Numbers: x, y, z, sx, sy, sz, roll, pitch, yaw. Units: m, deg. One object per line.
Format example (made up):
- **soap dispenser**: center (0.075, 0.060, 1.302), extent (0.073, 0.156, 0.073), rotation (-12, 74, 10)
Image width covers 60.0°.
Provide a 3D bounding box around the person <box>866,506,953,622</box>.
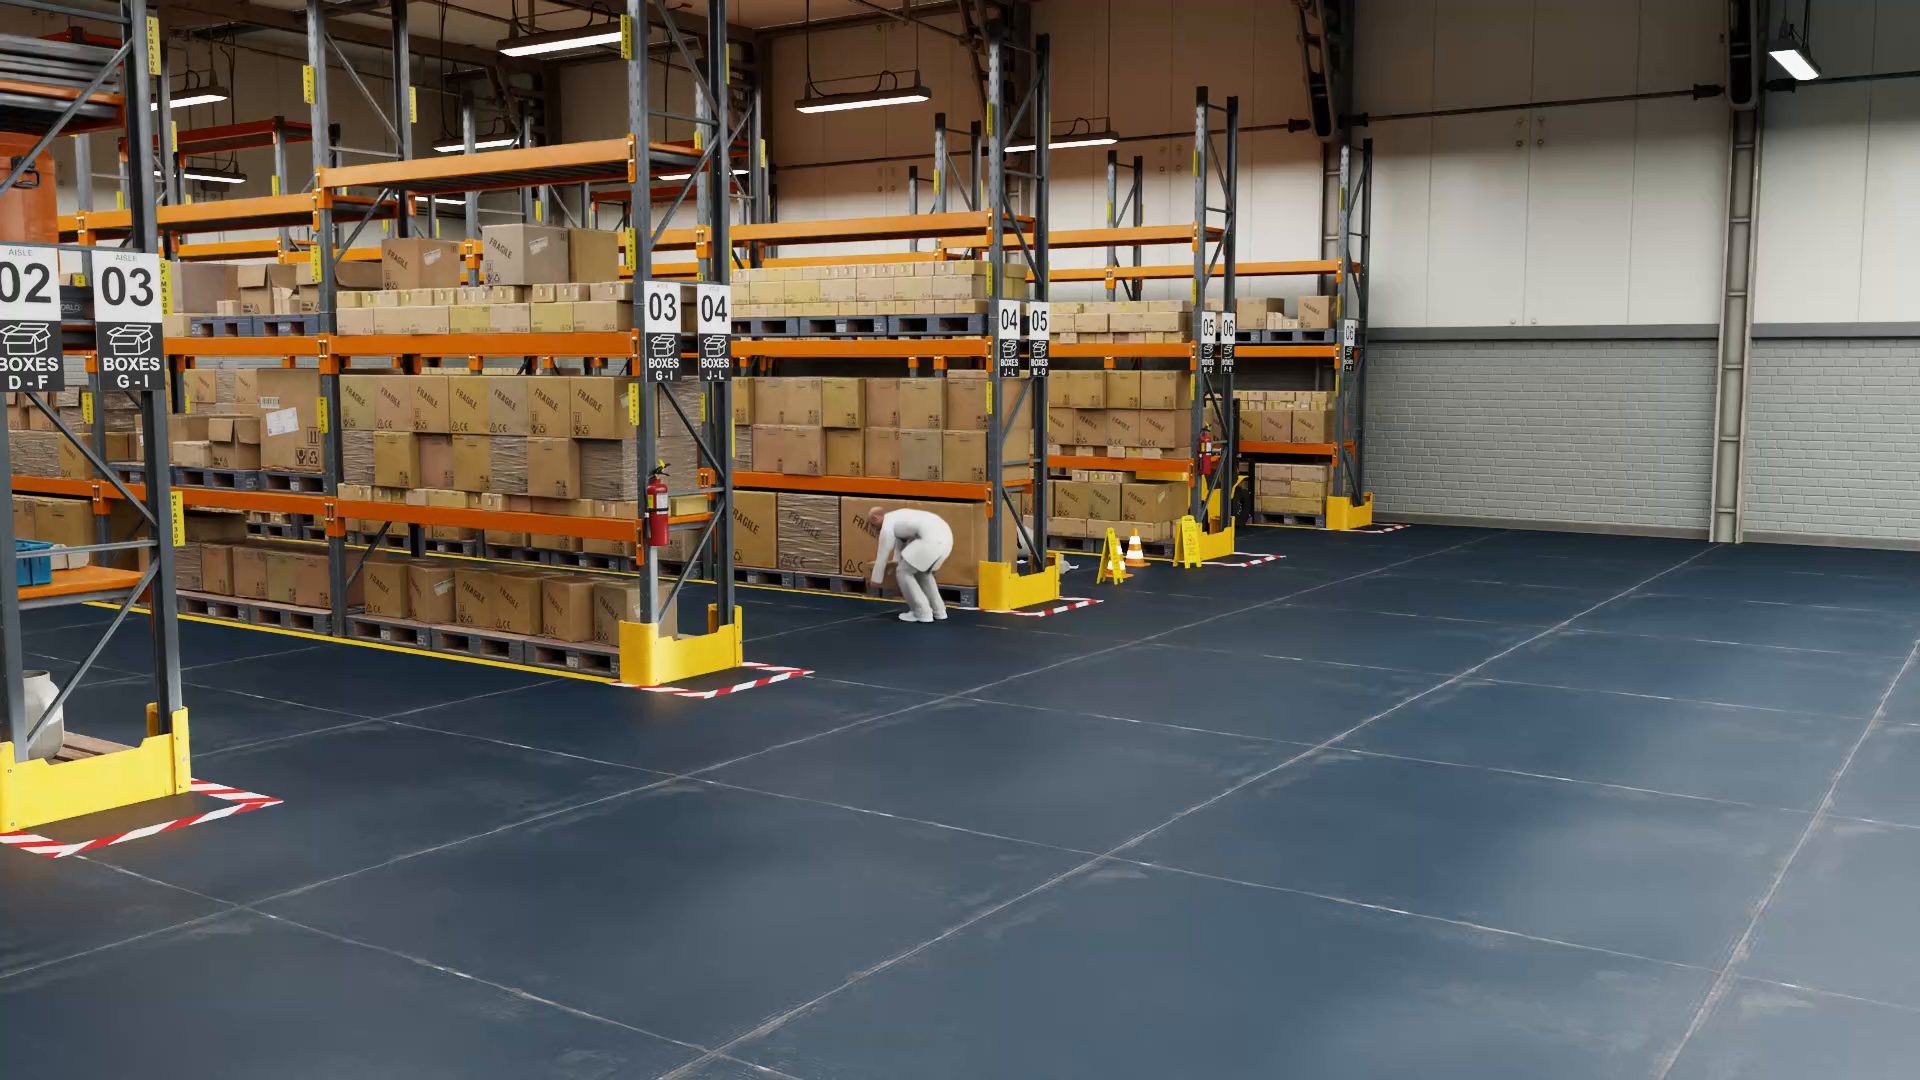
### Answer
- **person**: center (-0.513, 0.242, 16.671), extent (0.940, 1.100, 0.586), rotation (4, 7, 31)
